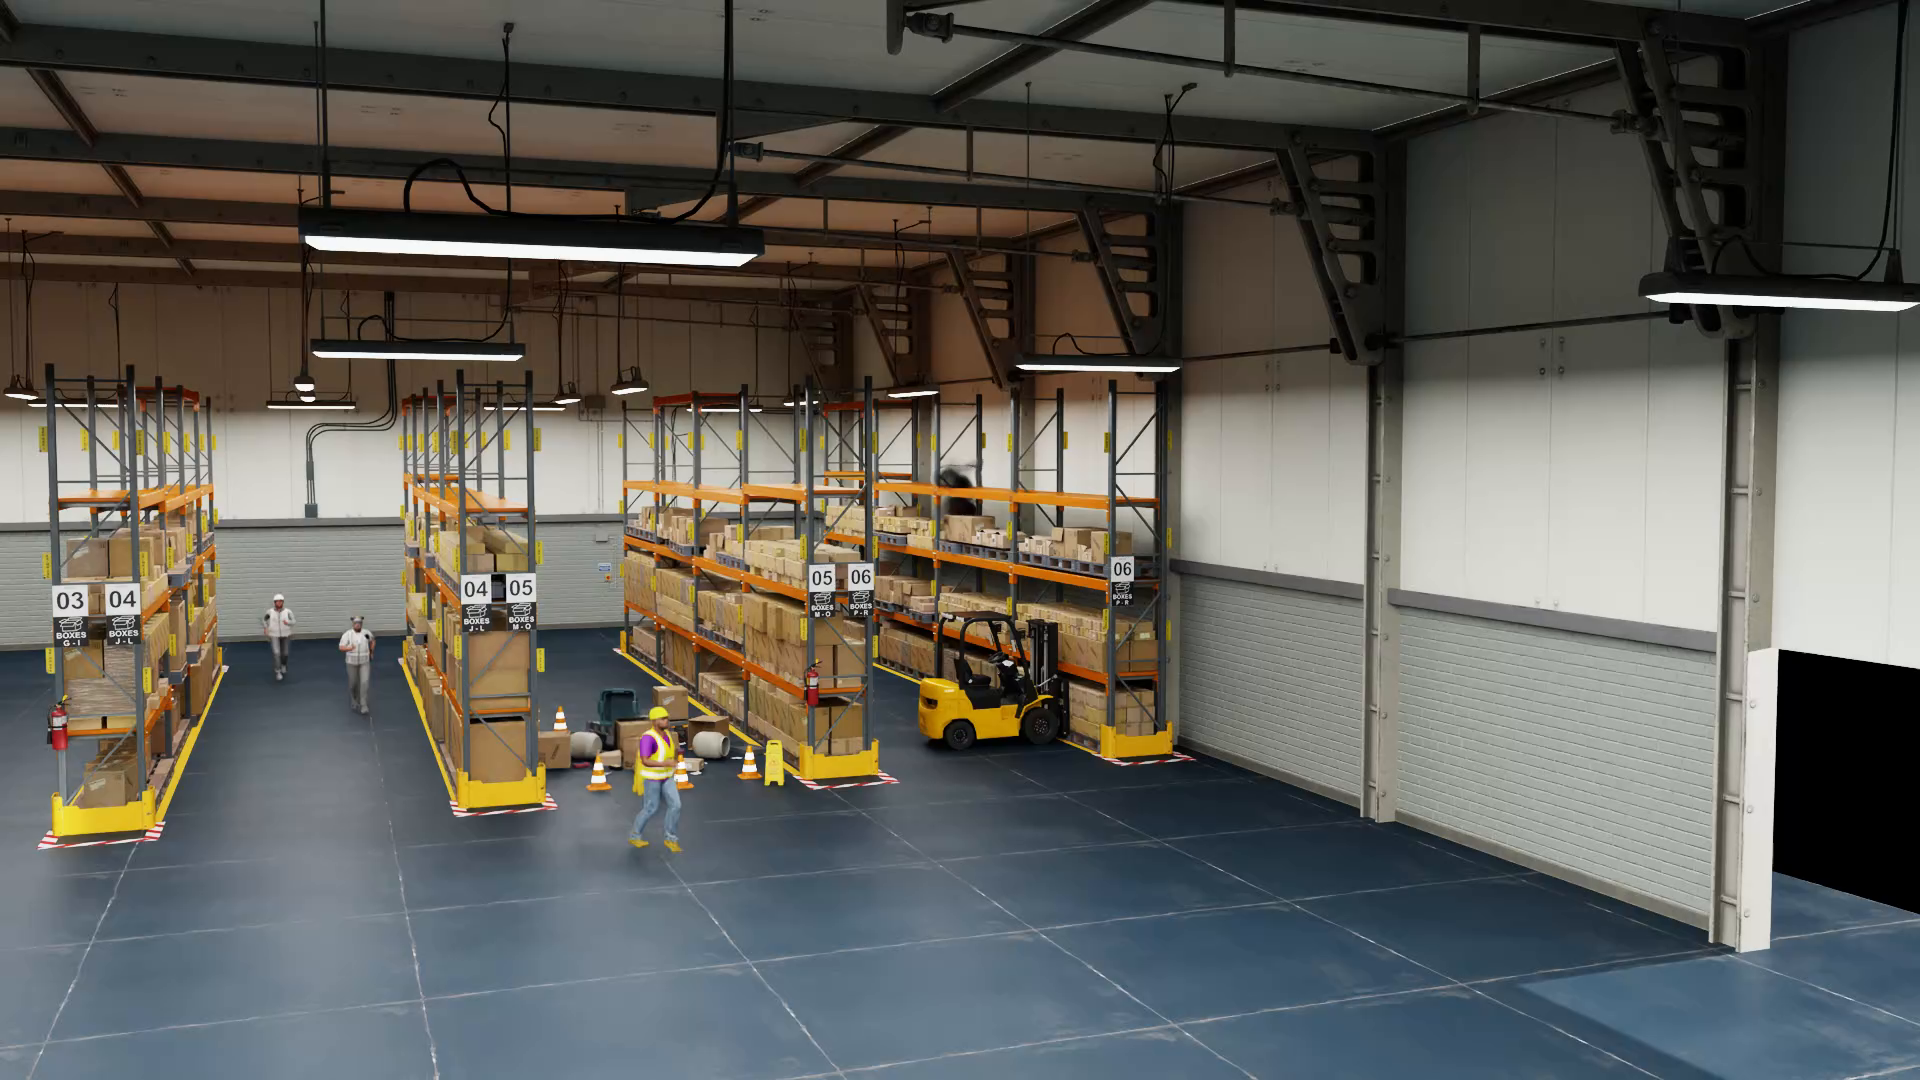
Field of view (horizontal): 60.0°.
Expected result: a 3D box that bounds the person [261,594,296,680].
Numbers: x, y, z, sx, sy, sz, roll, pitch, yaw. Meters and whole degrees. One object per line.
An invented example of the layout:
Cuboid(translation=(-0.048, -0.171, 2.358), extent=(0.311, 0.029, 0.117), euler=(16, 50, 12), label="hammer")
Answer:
Cuboid(translation=(-14.419, 2.034, 35.239), extent=(0.656, 1.763, 0.968), euler=(-2, 4, -29), label="person")

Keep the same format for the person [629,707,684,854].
Cuboid(translation=(-3.683, 2.949, 20.282), extent=(0.757, 1.846, 0.724), euler=(2, 4, 25), label="person")

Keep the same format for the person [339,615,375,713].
Cuboid(translation=(-11.163, 2.276, 30.843), extent=(0.658, 1.776, 0.957), euler=(-1, 4, -24), label="person")
